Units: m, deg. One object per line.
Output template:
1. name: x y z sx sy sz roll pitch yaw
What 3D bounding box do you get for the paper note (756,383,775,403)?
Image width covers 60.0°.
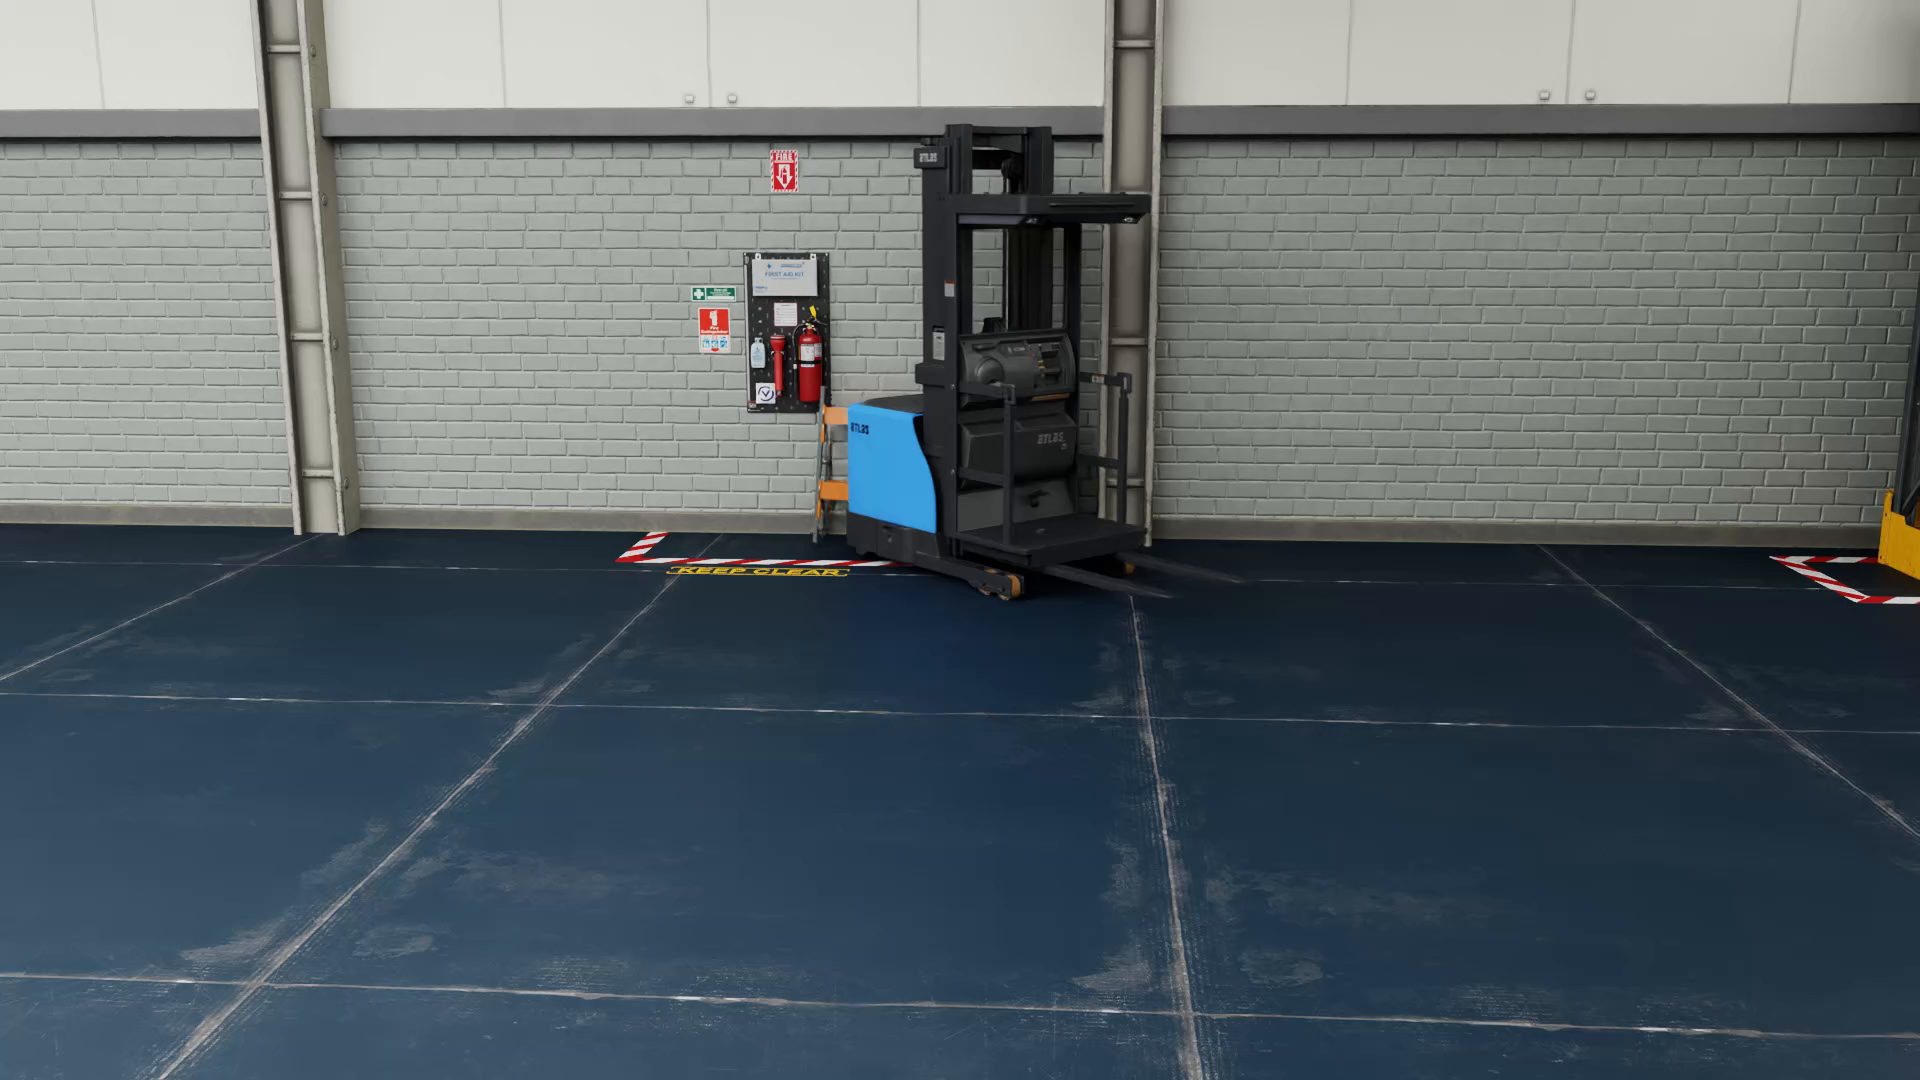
1. paper note: -1.435 -1.083 12.271 0.142 0.148 0.016 1 12 4

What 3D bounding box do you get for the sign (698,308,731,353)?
1. sign: -1.807 -1.544 12.235 0.234 0.329 0.001 1 12 4

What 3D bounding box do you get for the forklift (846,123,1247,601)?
1. forklift: 0.517 -1.167 10.690 1.130 2.935 3.031 -9 15 -38

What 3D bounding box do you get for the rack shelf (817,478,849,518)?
1. rack shelf: -0.502 -0.280 12.129 1.000 0.278 0.538 3 3 3

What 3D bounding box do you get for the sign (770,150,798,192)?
1. sign: -1.264 -2.653 11.962 0.199 0.298 0.001 1 12 4

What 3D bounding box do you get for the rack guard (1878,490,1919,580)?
1. rack guard: 6.507 0.018 10.962 0.348 0.500 1.175 1 12 4

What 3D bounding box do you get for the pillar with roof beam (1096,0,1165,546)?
1. pillar with roof beam: 0.913 -3.513 7.084 0.400 9.000 9.100 1 12 4

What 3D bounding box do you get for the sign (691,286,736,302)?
1. sign: -1.803 -1.801 12.172 0.331 0.109 0.001 1 12 4

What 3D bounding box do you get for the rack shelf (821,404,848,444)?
1. rack shelf: -0.472 -0.815 12.099 1.000 0.278 0.538 3 3 3

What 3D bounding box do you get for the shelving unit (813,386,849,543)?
1. shelving unit: -0.488 -0.524 12.115 1.048 1.125 0.538 3 3 3

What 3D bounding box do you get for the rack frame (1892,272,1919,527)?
1. rack frame: 6.431 -1.207 10.711 0.127 3.000 1.000 1 12 4

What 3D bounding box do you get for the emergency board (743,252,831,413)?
1. emergency board: -1.263 -1.498 12.102 0.643 1.169 0.194 1 12 4

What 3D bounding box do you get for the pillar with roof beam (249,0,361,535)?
1. pillar with roof beam: -5.074 -3.595 7.477 0.400 9.000 9.100 1 12 4

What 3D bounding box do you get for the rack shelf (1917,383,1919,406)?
1. rack shelf: 8.427 -0.827 10.654 4.000 0.370 1.077 1 12 4

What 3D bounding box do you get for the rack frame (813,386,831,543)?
1. rack frame: -0.995 -0.554 12.145 0.032 1.125 0.500 3 3 3
